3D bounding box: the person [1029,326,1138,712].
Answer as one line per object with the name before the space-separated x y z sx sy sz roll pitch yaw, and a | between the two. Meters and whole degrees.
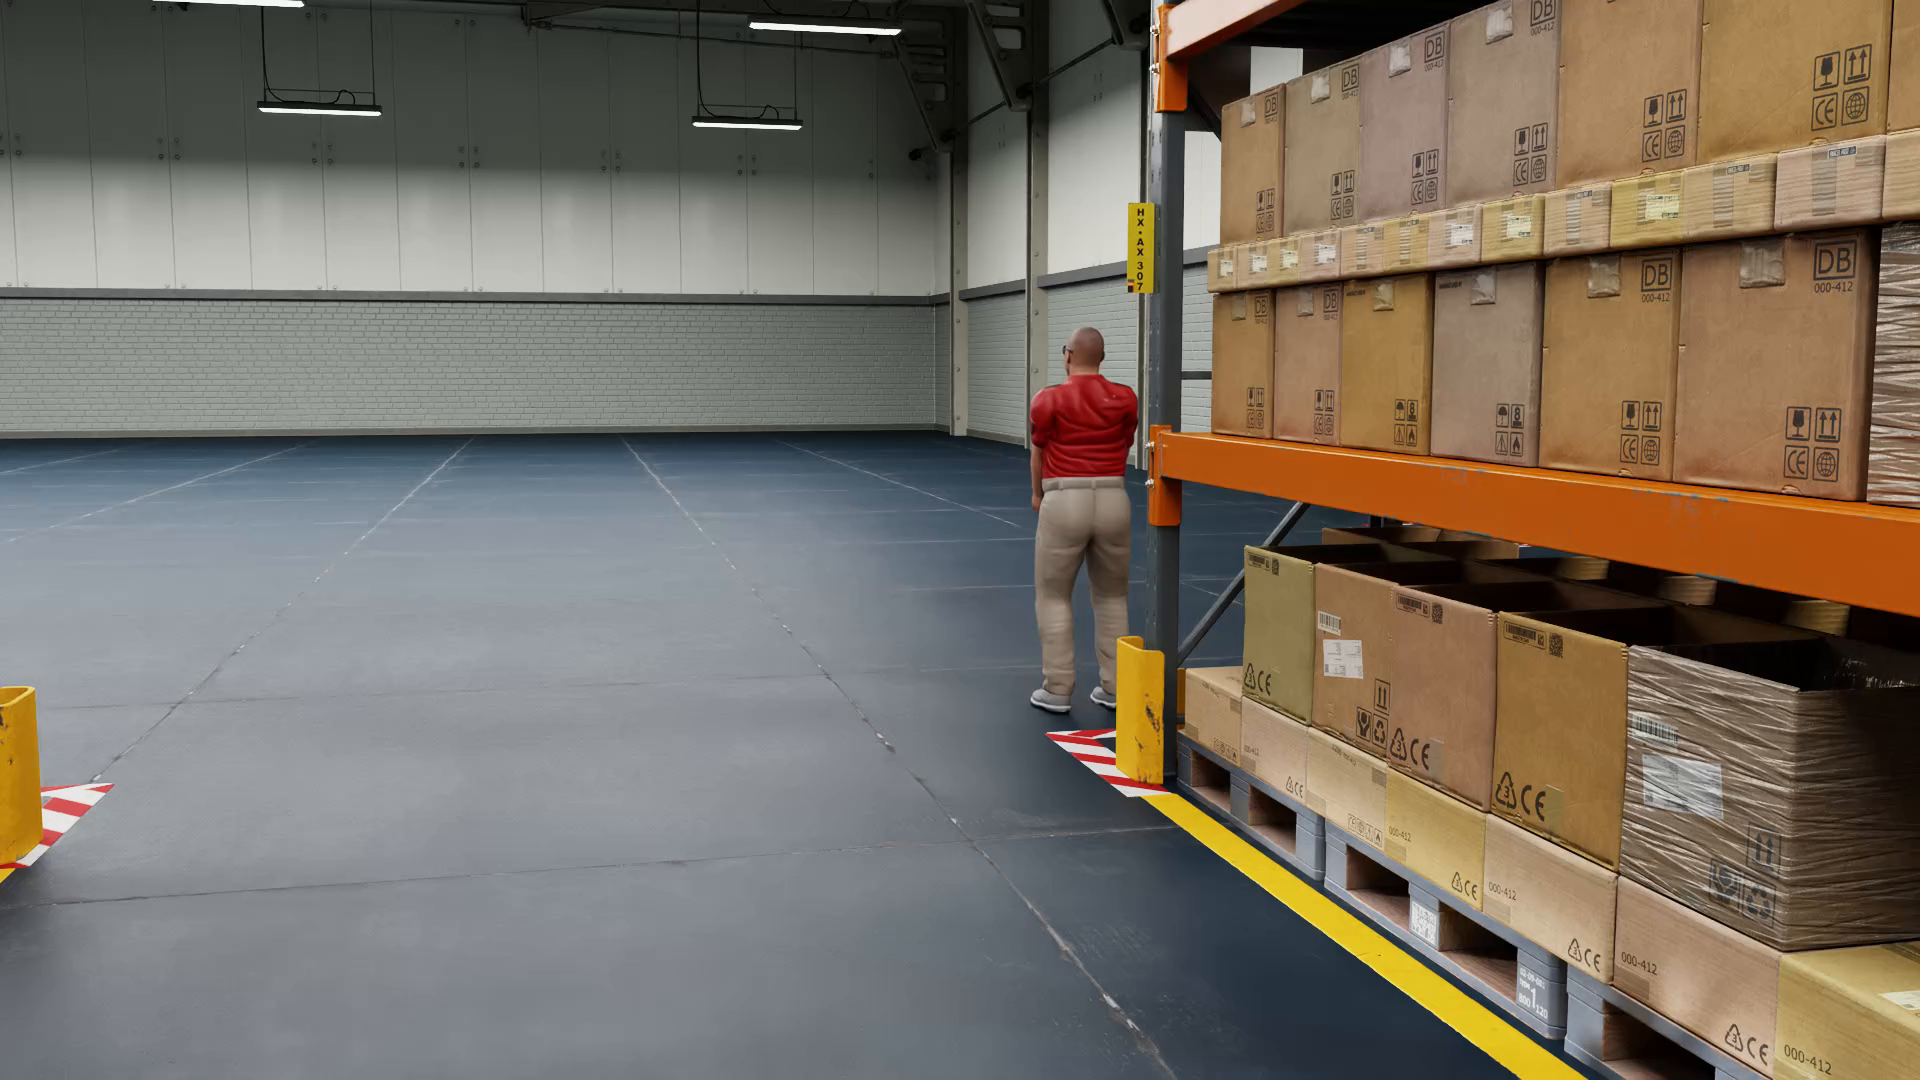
person | 0.522 -0.100 7.526 0.494 1.714 0.530 -1 6 -13
